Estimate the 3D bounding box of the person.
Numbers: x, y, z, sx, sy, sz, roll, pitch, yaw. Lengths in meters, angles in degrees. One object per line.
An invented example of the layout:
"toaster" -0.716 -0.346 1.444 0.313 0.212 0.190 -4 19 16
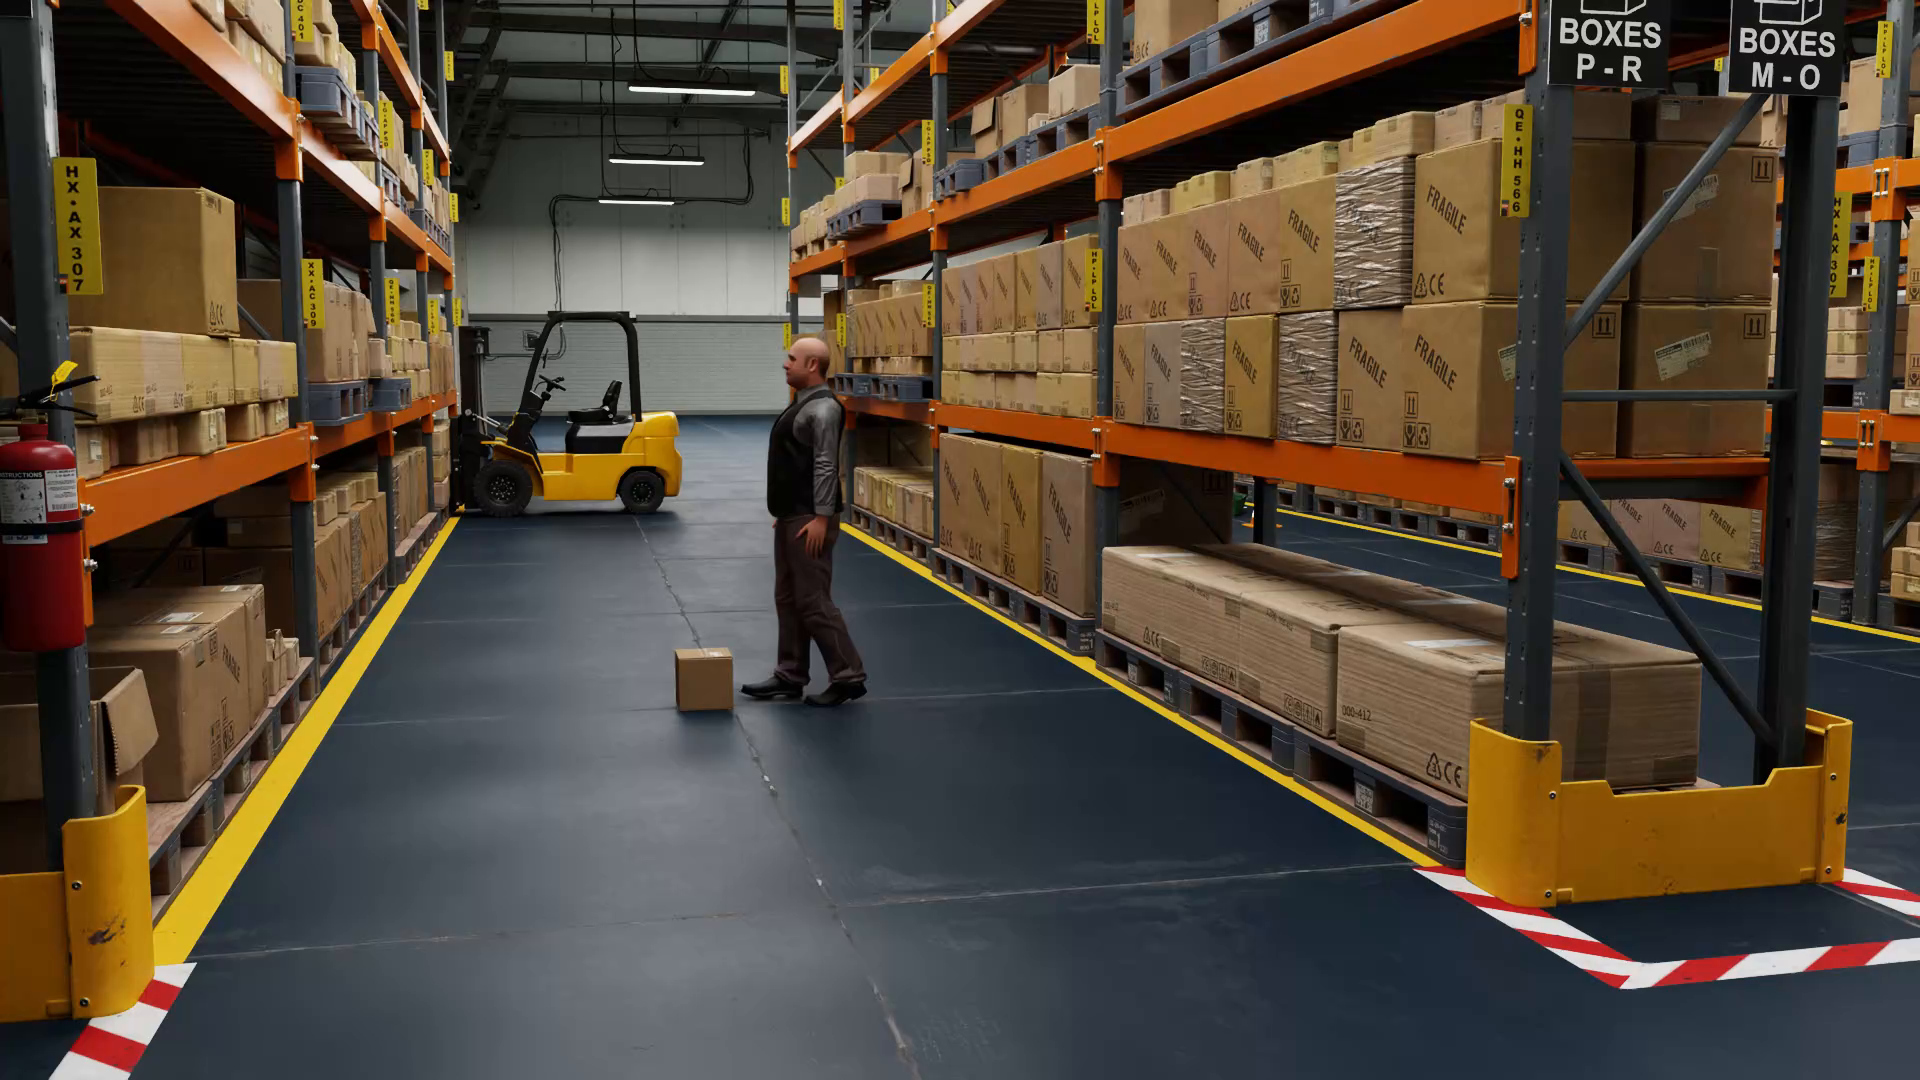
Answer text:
"person" -0.753 -0.081 7.879 0.570 1.743 0.555 -2 6 -14
